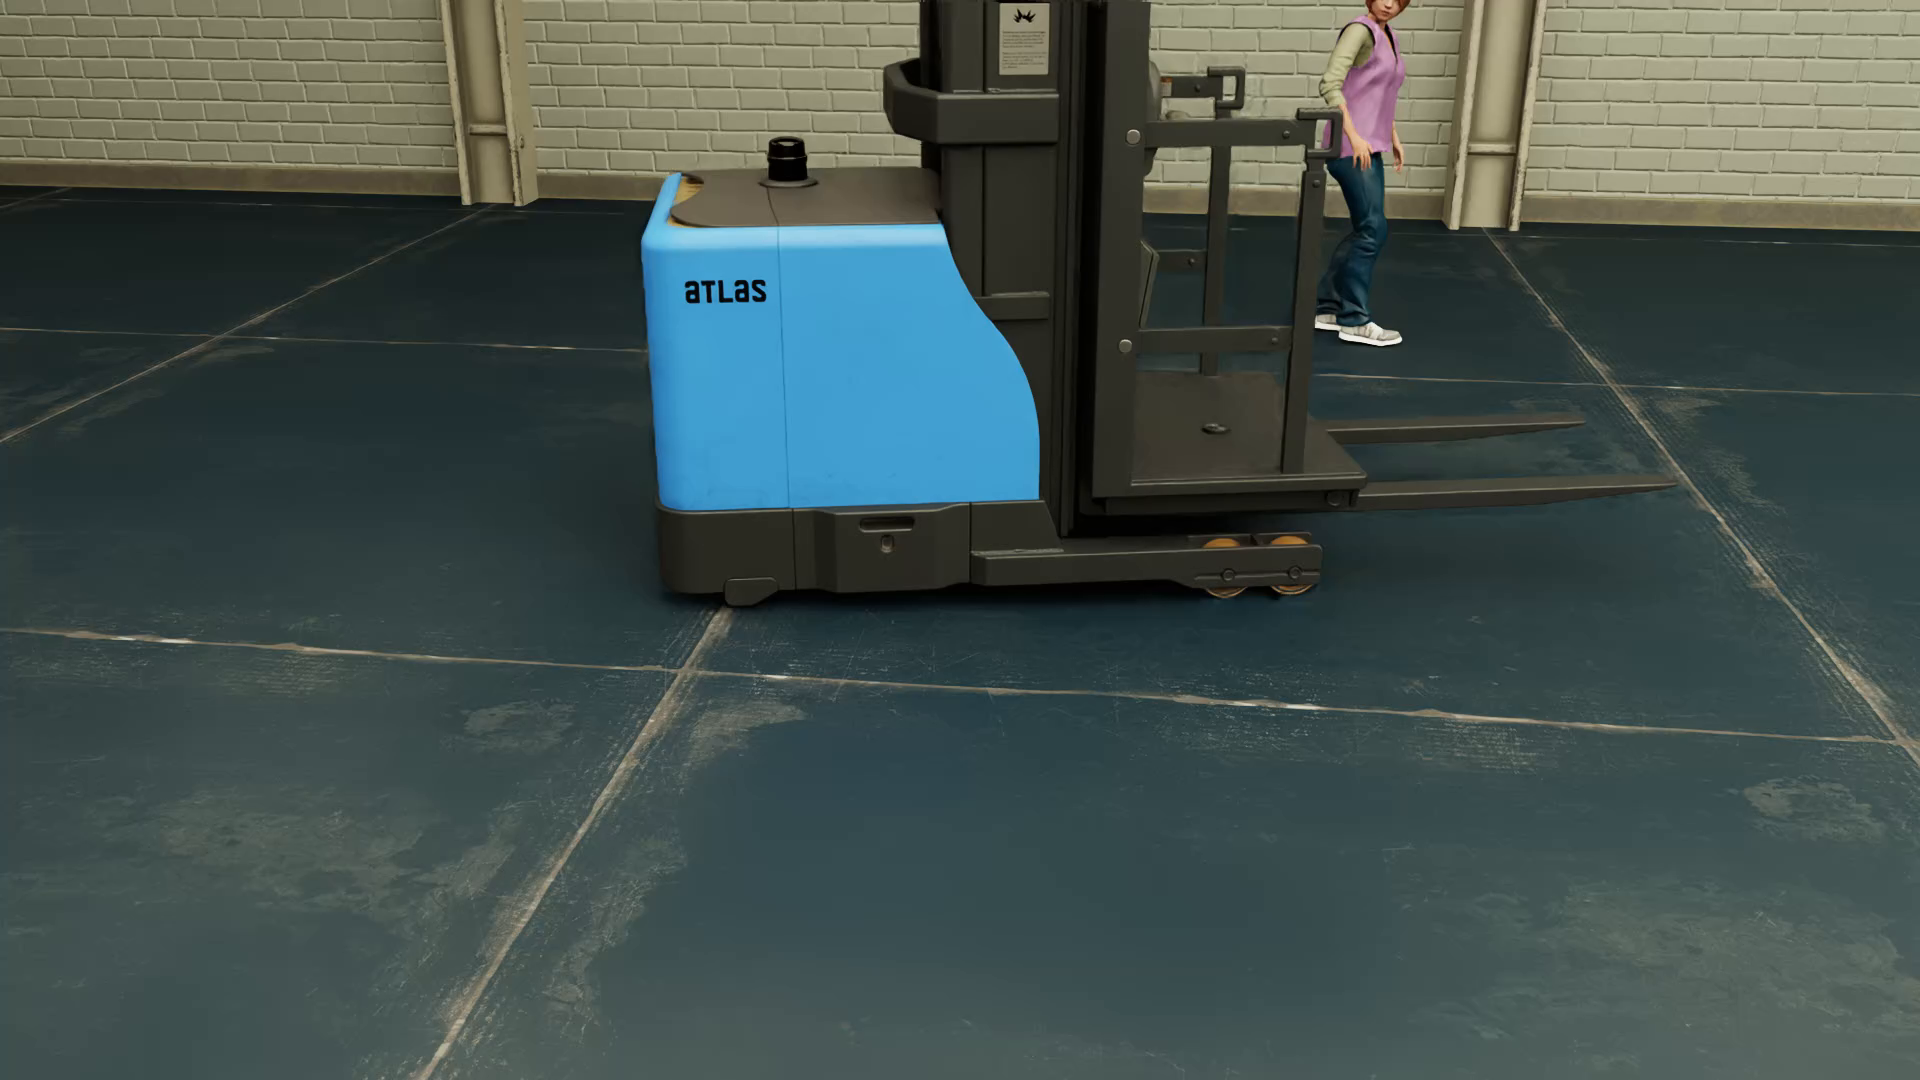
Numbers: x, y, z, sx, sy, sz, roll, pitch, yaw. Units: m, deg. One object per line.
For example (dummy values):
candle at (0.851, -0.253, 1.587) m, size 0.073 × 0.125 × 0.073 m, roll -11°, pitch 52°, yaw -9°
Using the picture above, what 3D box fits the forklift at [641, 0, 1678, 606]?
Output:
forklift at (0.620, -1.390, 4.704) m, size 3.031 × 2.935 × 1.130 m, roll -2°, pitch 22°, yaw -5°

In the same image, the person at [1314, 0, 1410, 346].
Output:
person at (1.784, -1.656, 7.189) m, size 0.451 × 1.578 × 0.617 m, roll 10°, pitch 24°, yaw 23°
